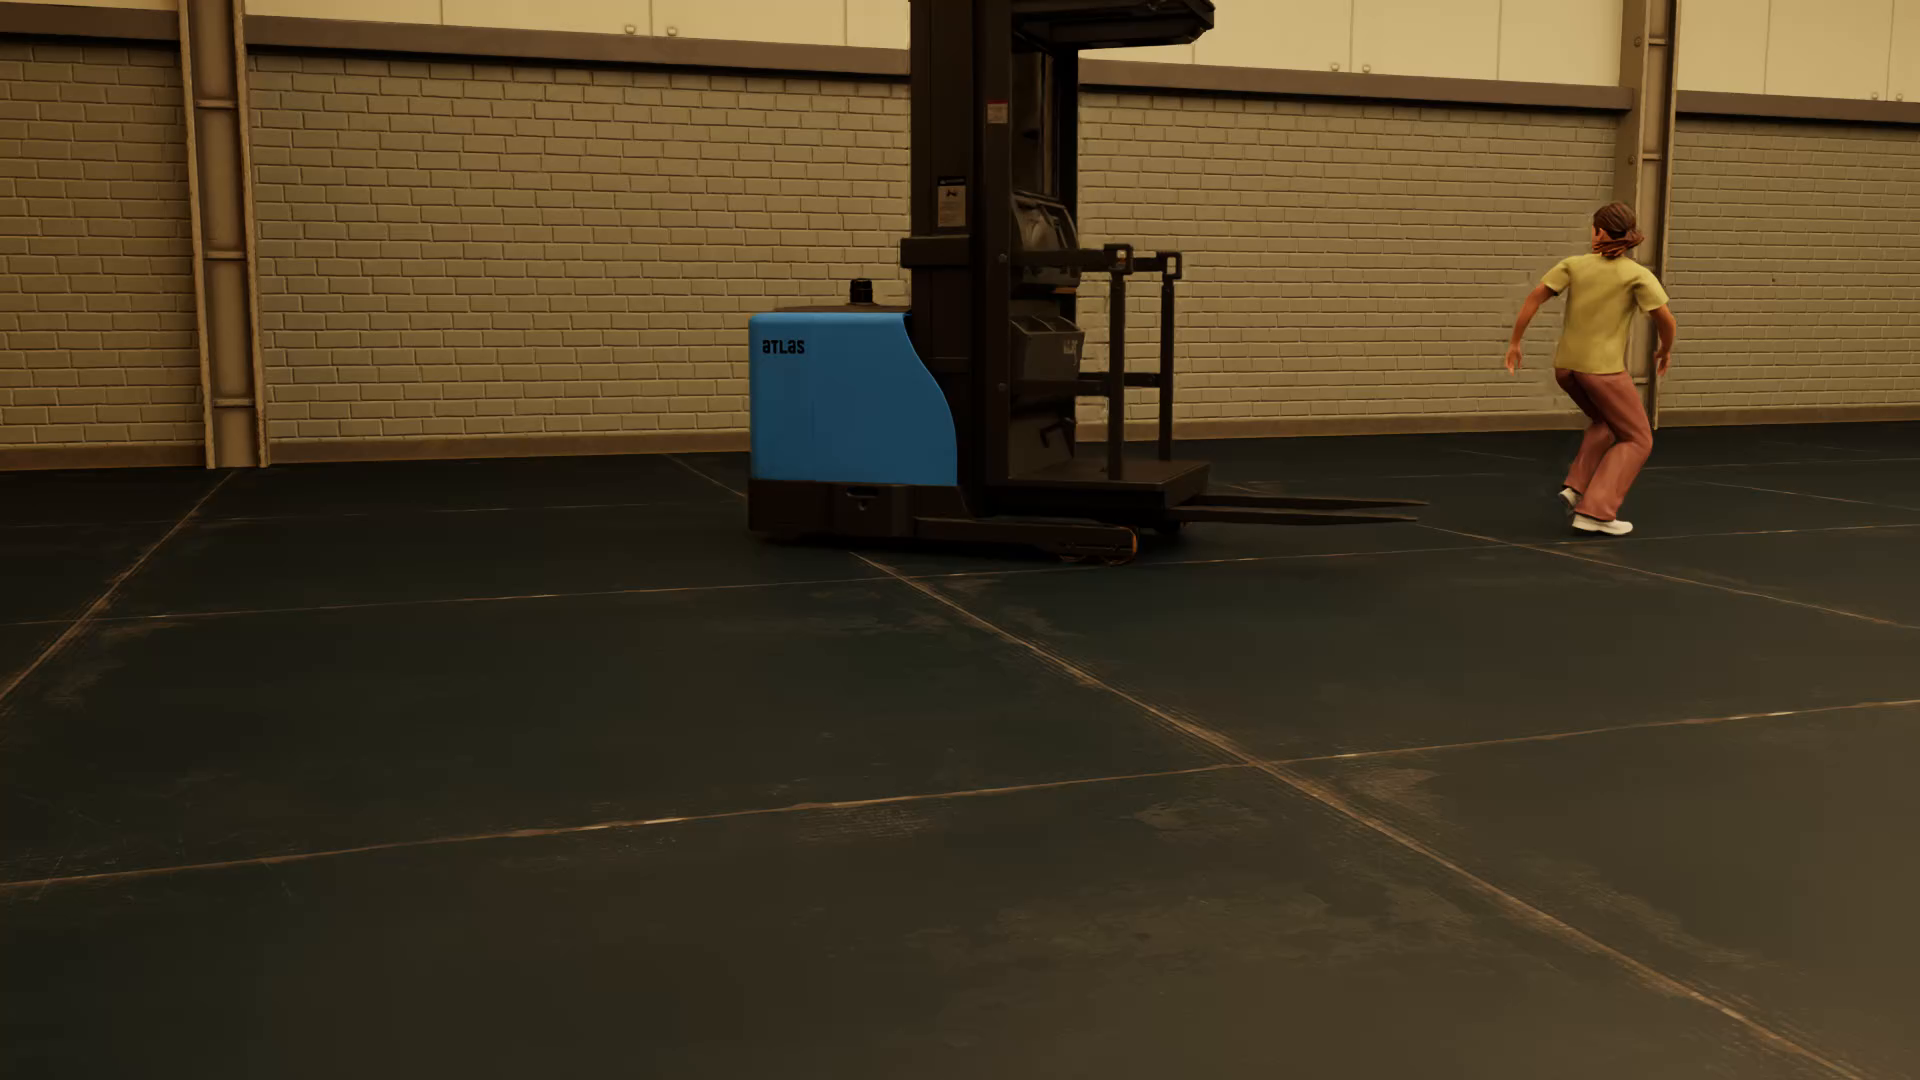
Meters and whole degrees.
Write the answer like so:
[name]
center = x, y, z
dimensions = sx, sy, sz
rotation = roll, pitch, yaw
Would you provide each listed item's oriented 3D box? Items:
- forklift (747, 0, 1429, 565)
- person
[forklift]
center = 0.580, -1.426, 7.534
dimensions = 3.031, 2.935, 1.130
rotation = 3, 8, 19
[person]
center = 3.111, -0.821, 8.103
dimensions = 0.663, 1.617, 0.632
rotation = -4, 9, -29
